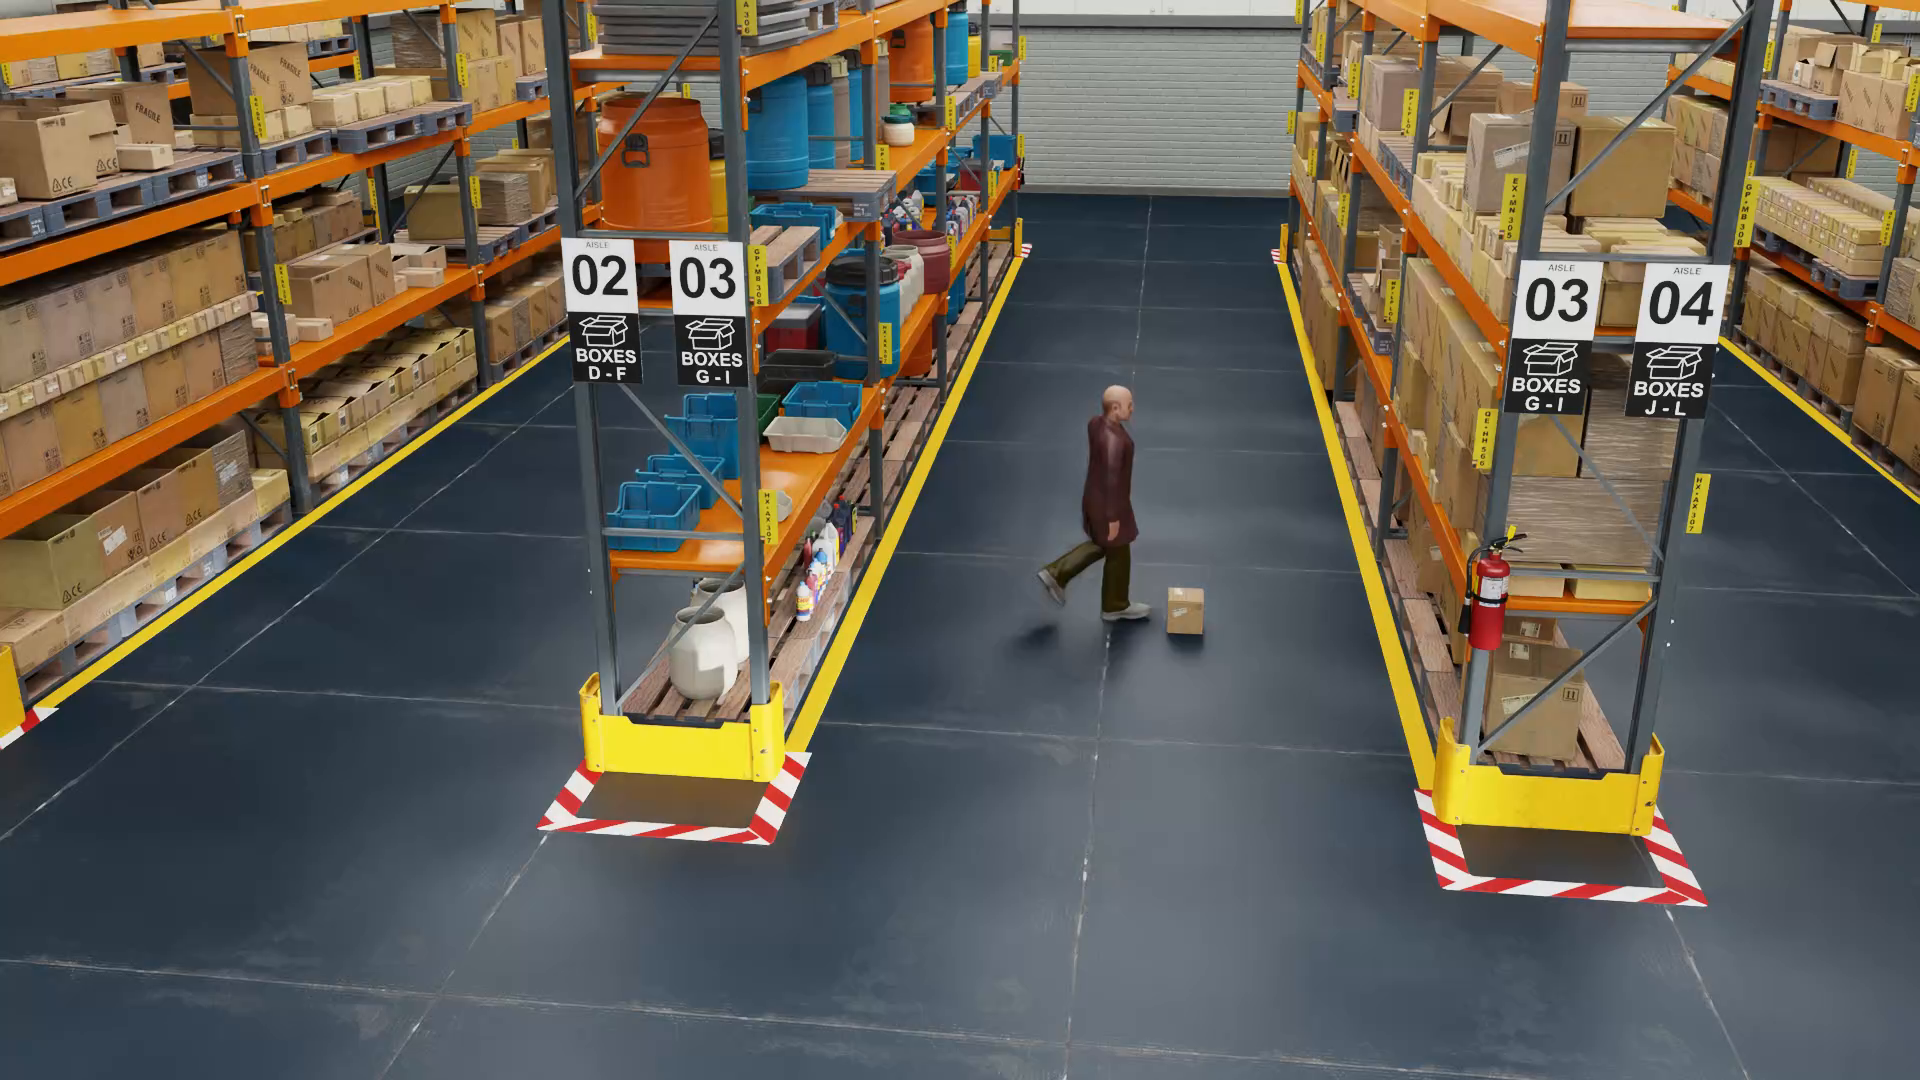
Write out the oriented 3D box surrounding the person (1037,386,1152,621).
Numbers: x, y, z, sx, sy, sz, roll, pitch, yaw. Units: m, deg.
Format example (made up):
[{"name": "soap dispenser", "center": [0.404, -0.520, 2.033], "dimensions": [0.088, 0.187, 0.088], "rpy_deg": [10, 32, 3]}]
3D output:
[{"name": "person", "center": [0.988, -0.239, 11.705], "dimensions": [0.829, 1.771, 0.625], "rpy_deg": [-4, 21, -11]}]
